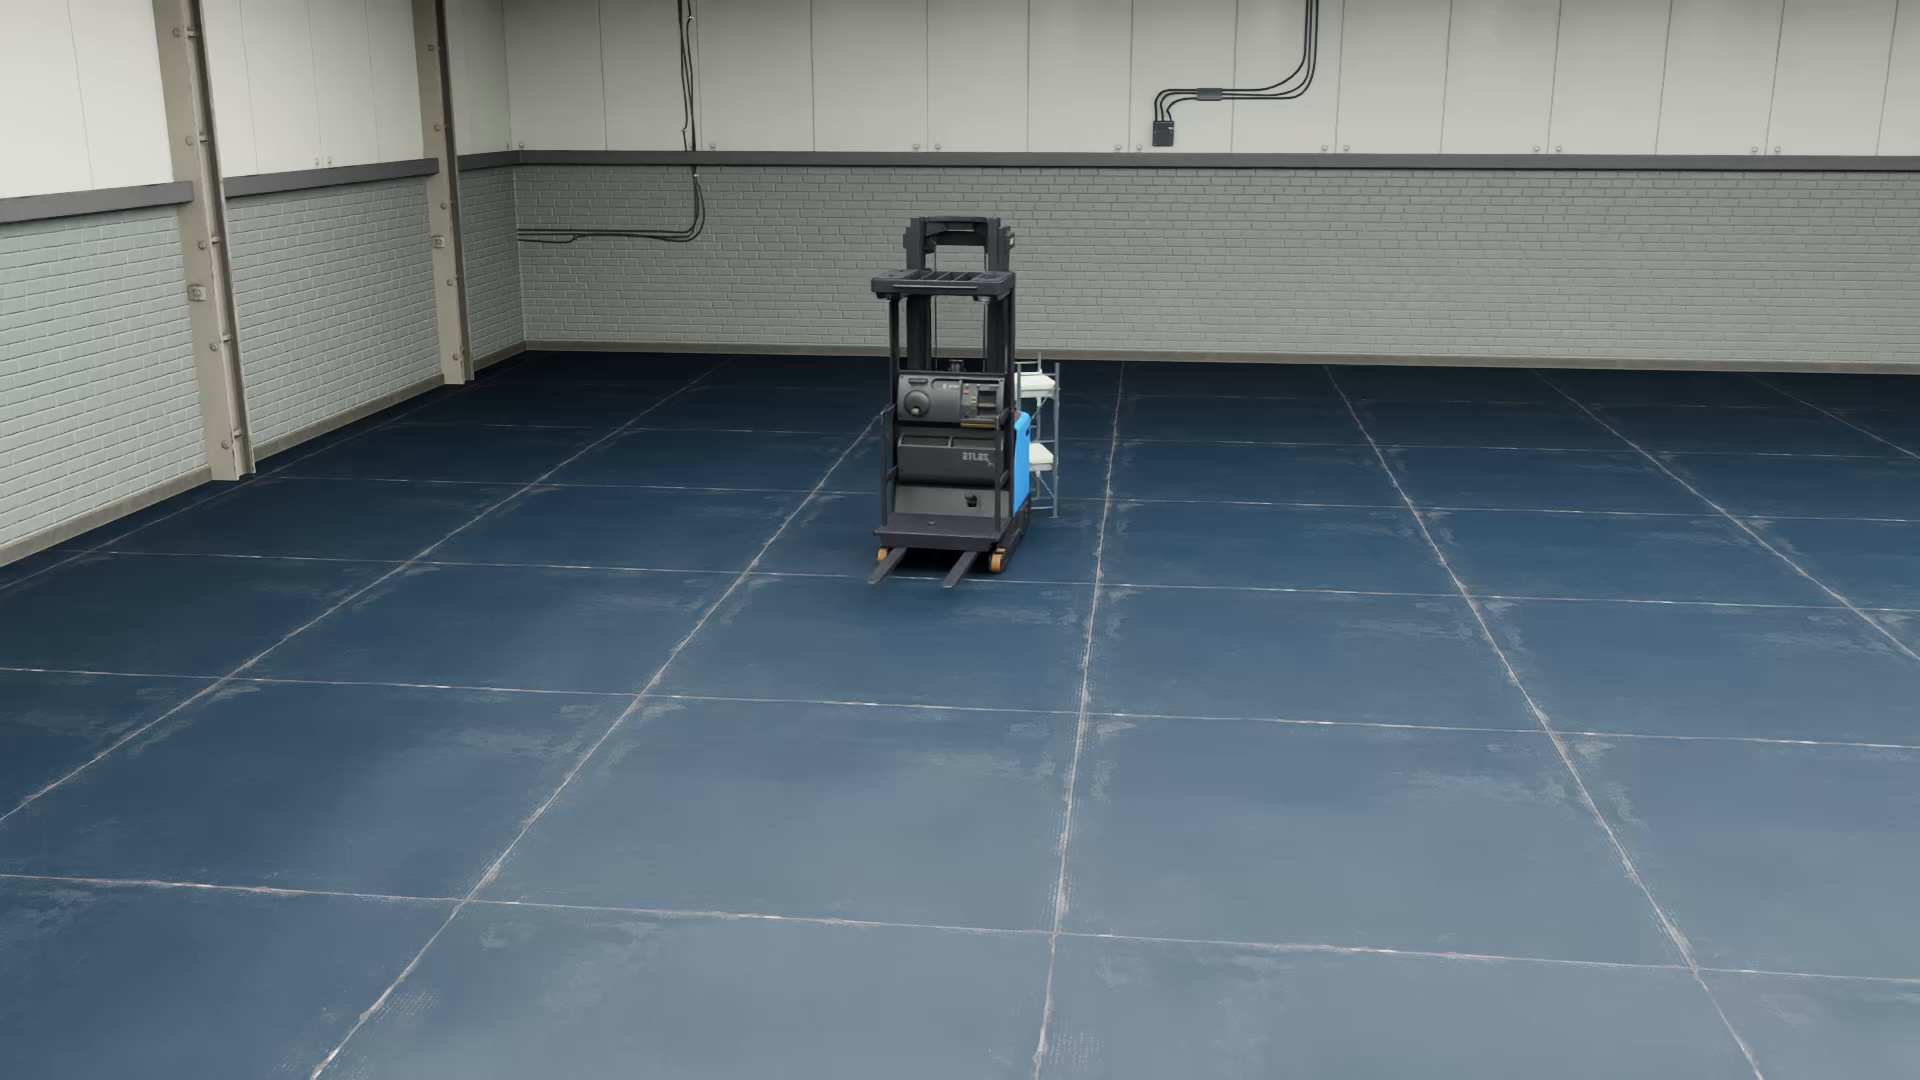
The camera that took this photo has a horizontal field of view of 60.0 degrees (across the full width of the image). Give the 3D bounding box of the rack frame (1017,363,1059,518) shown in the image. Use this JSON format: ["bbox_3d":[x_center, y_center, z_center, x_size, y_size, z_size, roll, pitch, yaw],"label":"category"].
[{"bbox_3d":[0.734,-0.933,15.826,0.400,1.500,0.023,-3,15,-10],"label":"rack frame"}]

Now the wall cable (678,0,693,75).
[{"bbox_3d":[-2.766,-8.170,24.497,3.097,2.526,0.112,2,15,6],"label":"wall cable"}]

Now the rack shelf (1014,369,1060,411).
[{"bbox_3d":[0.667,-1.403,16.072,0.431,0.370,0.720,-3,15,-10],"label":"rack shelf"}]

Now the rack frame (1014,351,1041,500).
[{"bbox_3d":[0.600,-1.121,16.521,0.400,1.500,0.023,-3,15,-10],"label":"rack frame"}]

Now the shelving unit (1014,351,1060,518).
[{"bbox_3d":[0.667,-1.027,16.173,0.431,1.500,0.755,-3,15,-10],"label":"shelving unit"}]

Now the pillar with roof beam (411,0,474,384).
[{"bbox_3d":[-2.822,-6.458,21.895,9.100,9.000,0.400,2,15,6],"label":"pillar with roof beam"}]

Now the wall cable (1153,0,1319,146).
[{"bbox_3d":[3.977,-8.668,23.552,2.305,6.003,0.169,2,15,6],"label":"wall cable"}]

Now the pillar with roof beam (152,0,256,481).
[{"bbox_3d":[-3.499,-4.902,16.140,9.100,9.000,0.400,2,15,6],"label":"pillar with roof beam"}]

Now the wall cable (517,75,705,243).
[{"bbox_3d":[-5.454,-5.811,25.451,3.097,2.526,0.112,2,15,6],"label":"wall cable"}]

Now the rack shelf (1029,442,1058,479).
[{"bbox_3d":[0.667,-0.712,16.258,0.431,0.370,0.720,-3,15,-10],"label":"rack shelf"}]

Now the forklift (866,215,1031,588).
[{"bbox_3d":[-0.117,-1.234,14.198,1.130,2.935,3.031,3,15,11],"label":"forklift"}]
